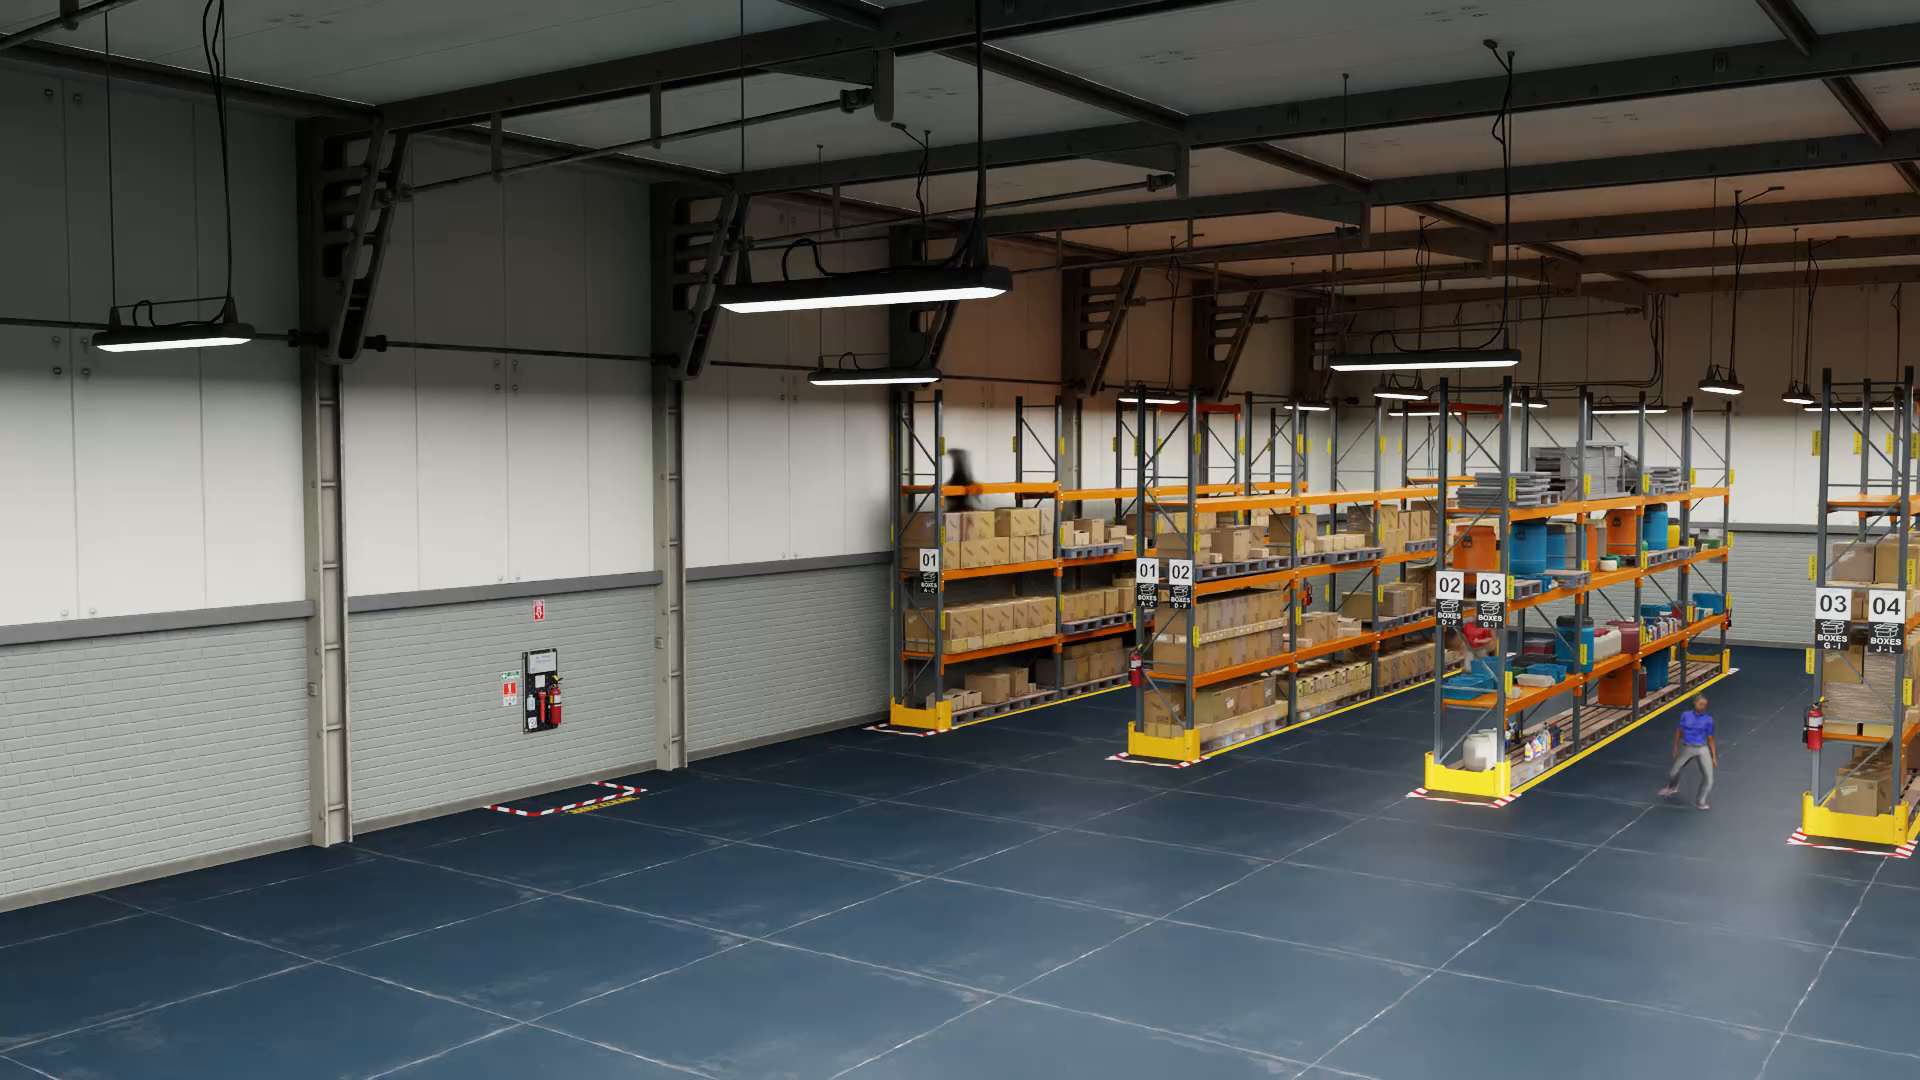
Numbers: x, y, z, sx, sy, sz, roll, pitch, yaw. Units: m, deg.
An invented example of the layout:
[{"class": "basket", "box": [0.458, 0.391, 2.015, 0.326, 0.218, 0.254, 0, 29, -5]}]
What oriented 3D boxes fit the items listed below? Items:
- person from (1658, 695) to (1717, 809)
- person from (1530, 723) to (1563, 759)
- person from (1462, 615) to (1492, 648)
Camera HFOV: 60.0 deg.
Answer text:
[{"class": "person", "box": [10.159, 2.911, 23.228, 0.791, 1.545, 0.725, 2, 4, 31]}, {"class": "person", "box": [16.574, 1.557, 31.369, 26.505, 3.382, 11.573, 0, 3, -6]}, {"class": "person", "box": [20.104, 2.481, 30.383, 20.766, 1.694, 3.581, 1, 4, 25]}]
